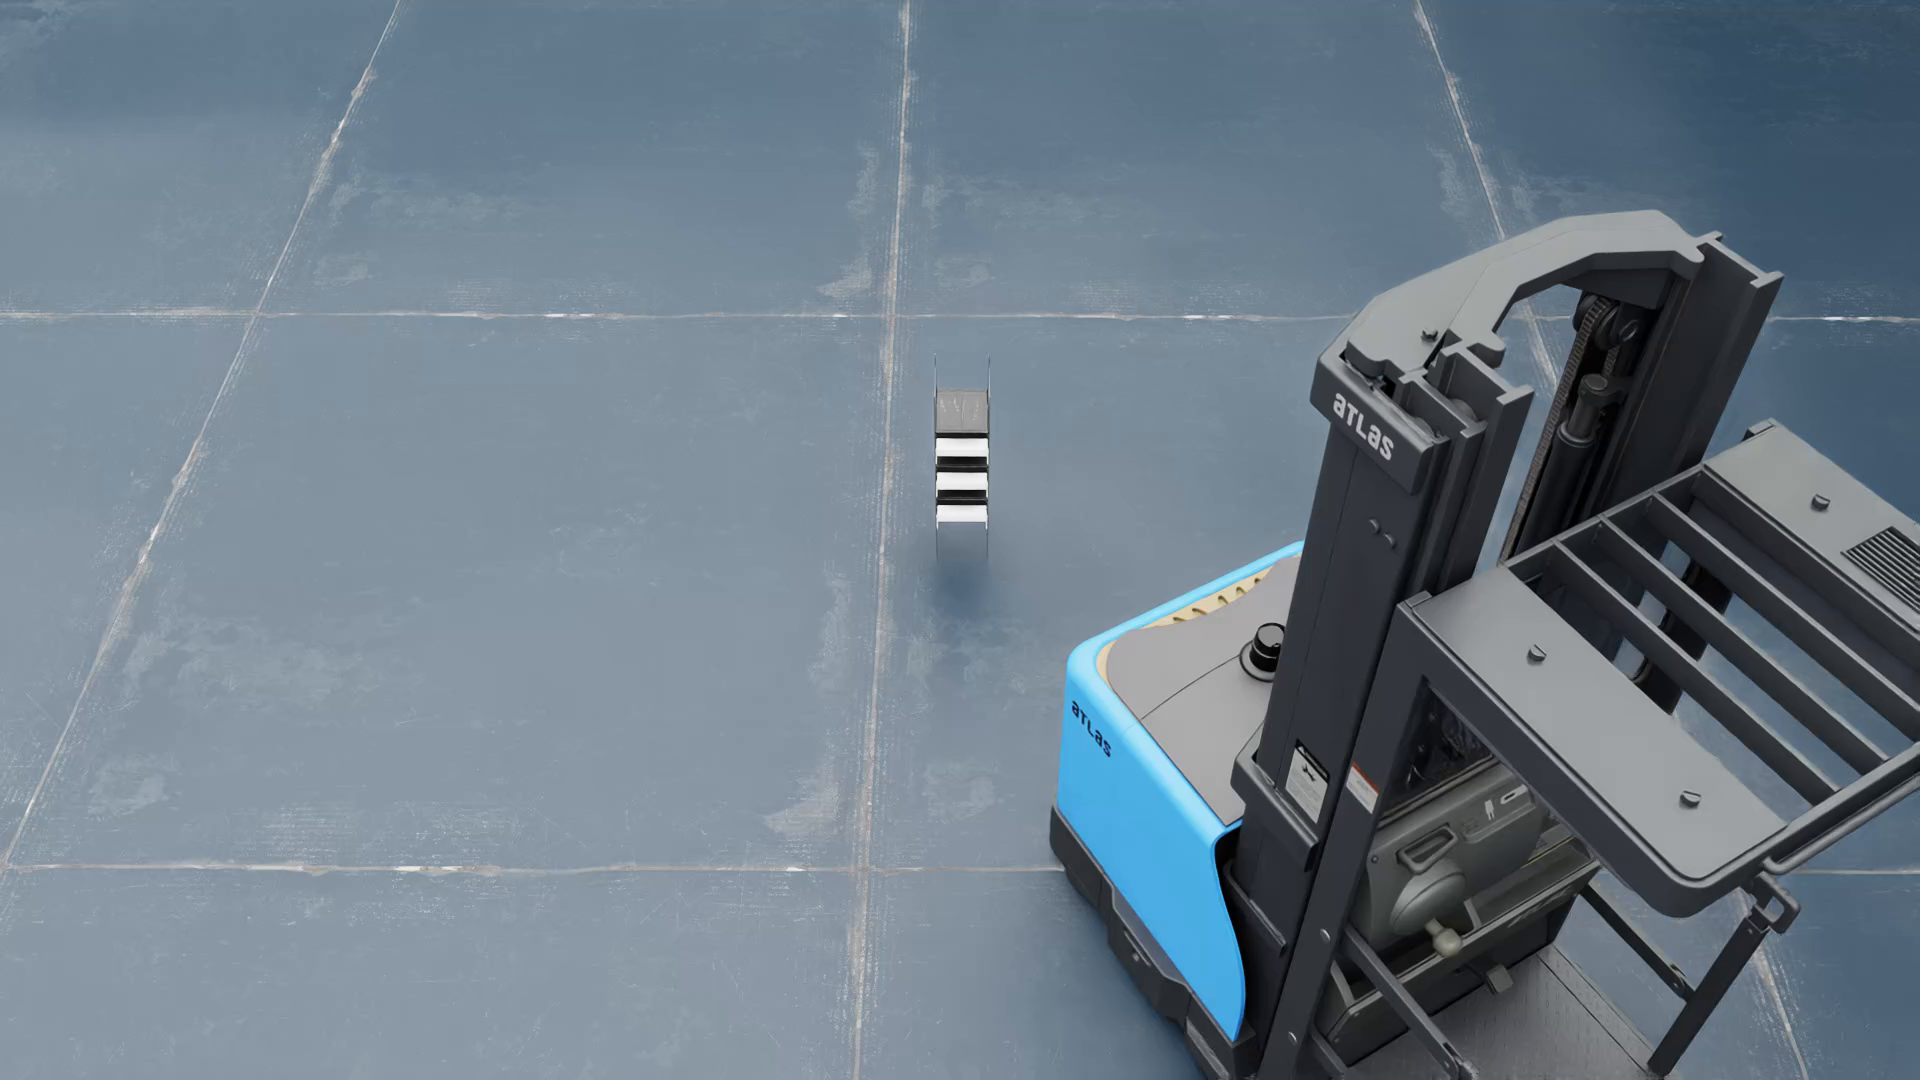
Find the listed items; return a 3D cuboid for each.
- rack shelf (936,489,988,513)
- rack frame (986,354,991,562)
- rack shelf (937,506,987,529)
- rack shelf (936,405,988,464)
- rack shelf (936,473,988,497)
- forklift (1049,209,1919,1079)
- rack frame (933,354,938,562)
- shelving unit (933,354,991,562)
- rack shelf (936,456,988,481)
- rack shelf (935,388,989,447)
[{"bbox_3d":[0.008,-0.223,6.592,0.200,0.077,0.258,0,47,0],"label":"rack shelf"},{"bbox_3d":[0.110,-0.306,6.501,0.006,0.900,0.240,0,47,0],"label":"rack frame"},{"bbox_3d":[0.008,-0.161,6.658,0.200,0.077,0.258,0,47,0],"label":"rack shelf"},{"bbox_3d":[0.008,-0.406,6.394,0.200,0.077,0.258,0,47,0],"label":"rack shelf"},{"bbox_3d":[0.008,-0.284,6.526,0.200,0.077,0.258,0,47,0],"label":"rack shelf"},{"bbox_3d":[1.491,0.819,4.066,1.130,2.935,3.031,-23,51,-20],"label":"forklift"},{"bbox_3d":[-0.094,-0.307,6.502,0.006,0.900,0.240,0,47,0],"label":"rack frame"},{"bbox_3d":[0.008,-0.307,6.501,0.210,0.900,0.258,0,47,0],"label":"shelving unit"},{"bbox_3d":[0.008,-0.345,6.460,0.200,0.077,0.258,0,47,0],"label":"rack shelf"},{"bbox_3d":[0.008,-0.468,6.328,0.200,0.077,0.258,0,47,0],"label":"rack shelf"}]
